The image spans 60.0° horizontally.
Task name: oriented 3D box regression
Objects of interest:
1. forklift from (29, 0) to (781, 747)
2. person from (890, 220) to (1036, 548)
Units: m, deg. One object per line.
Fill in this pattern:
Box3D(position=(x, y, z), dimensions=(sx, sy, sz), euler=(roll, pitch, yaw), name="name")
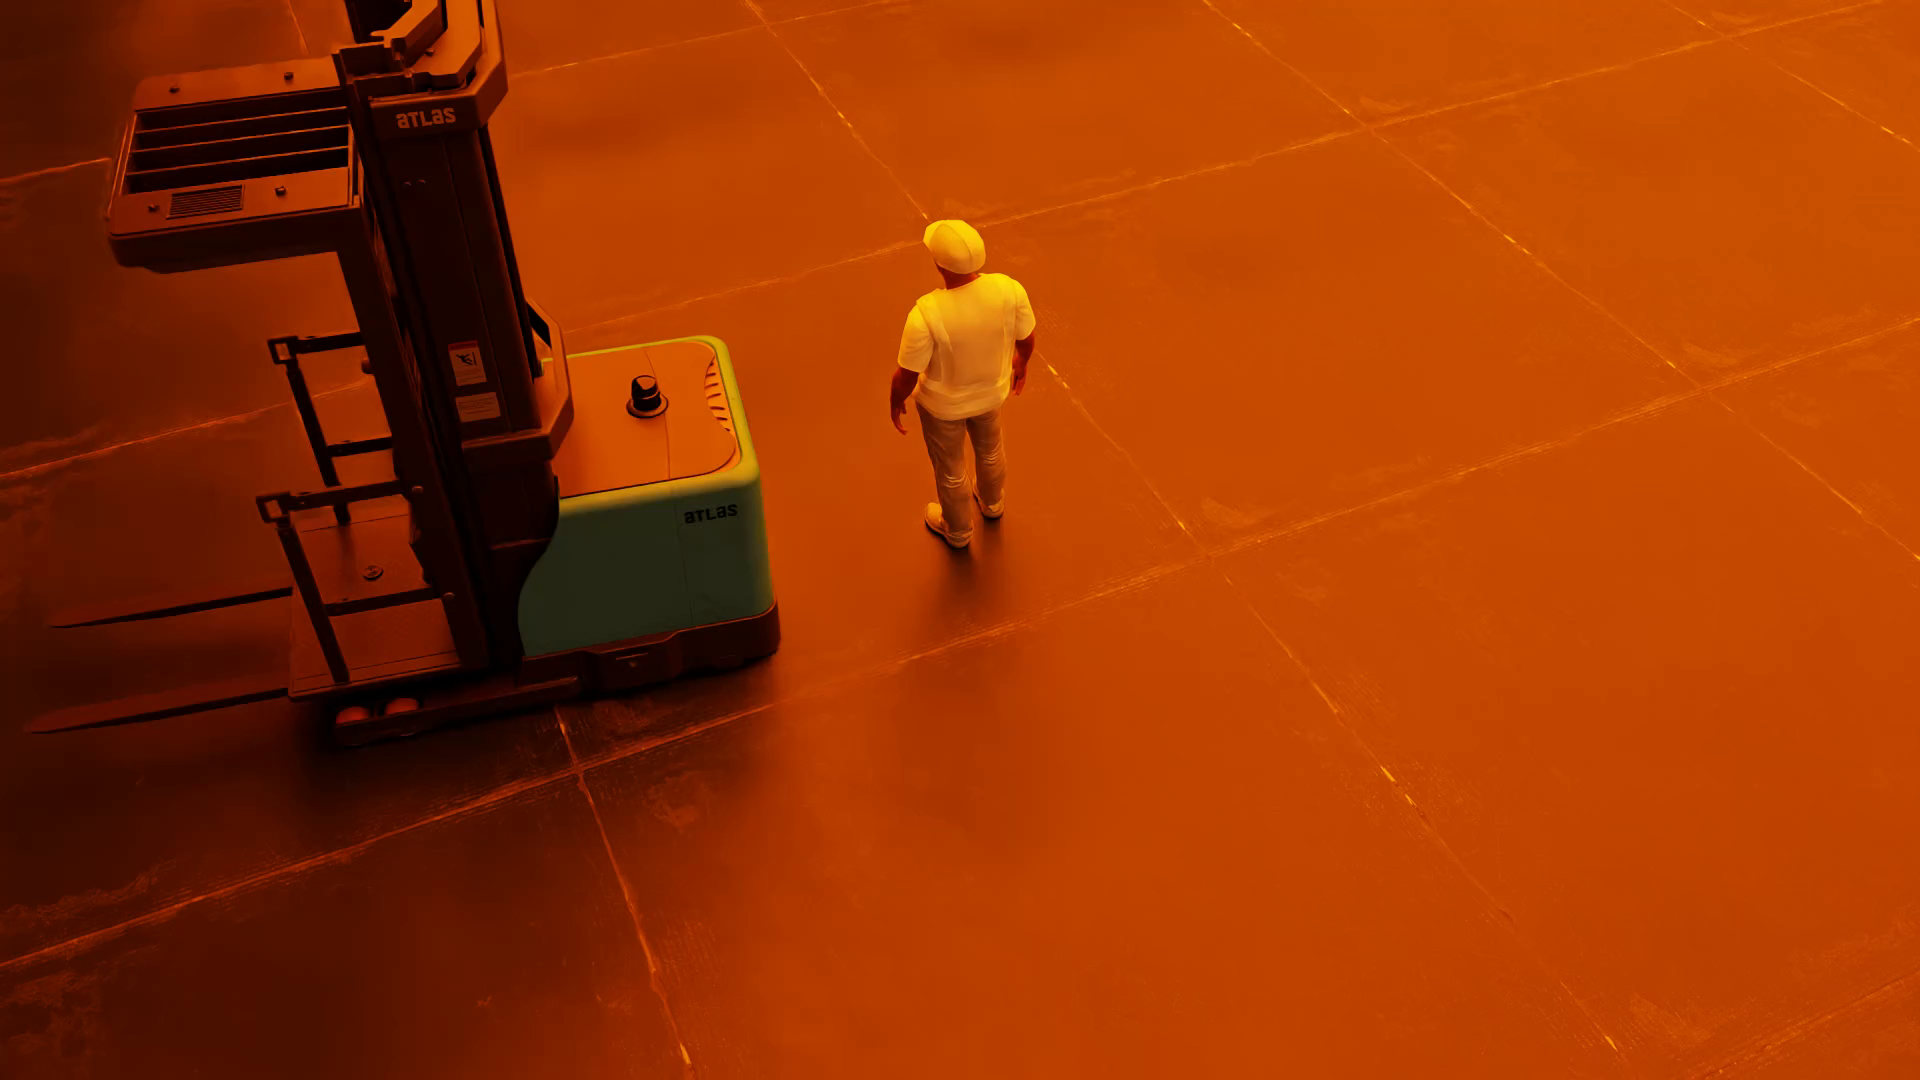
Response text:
Box3D(position=(-2.357, -0.620, 6.345), dimensions=(3.031, 2.935, 1.130), euler=(-10, 44, -11), name="forklift")
Box3D(position=(-0.025, -0.696, 7.269), dimensions=(0.666, 1.768, 0.575), euler=(-18, 46, -18), name="person")
